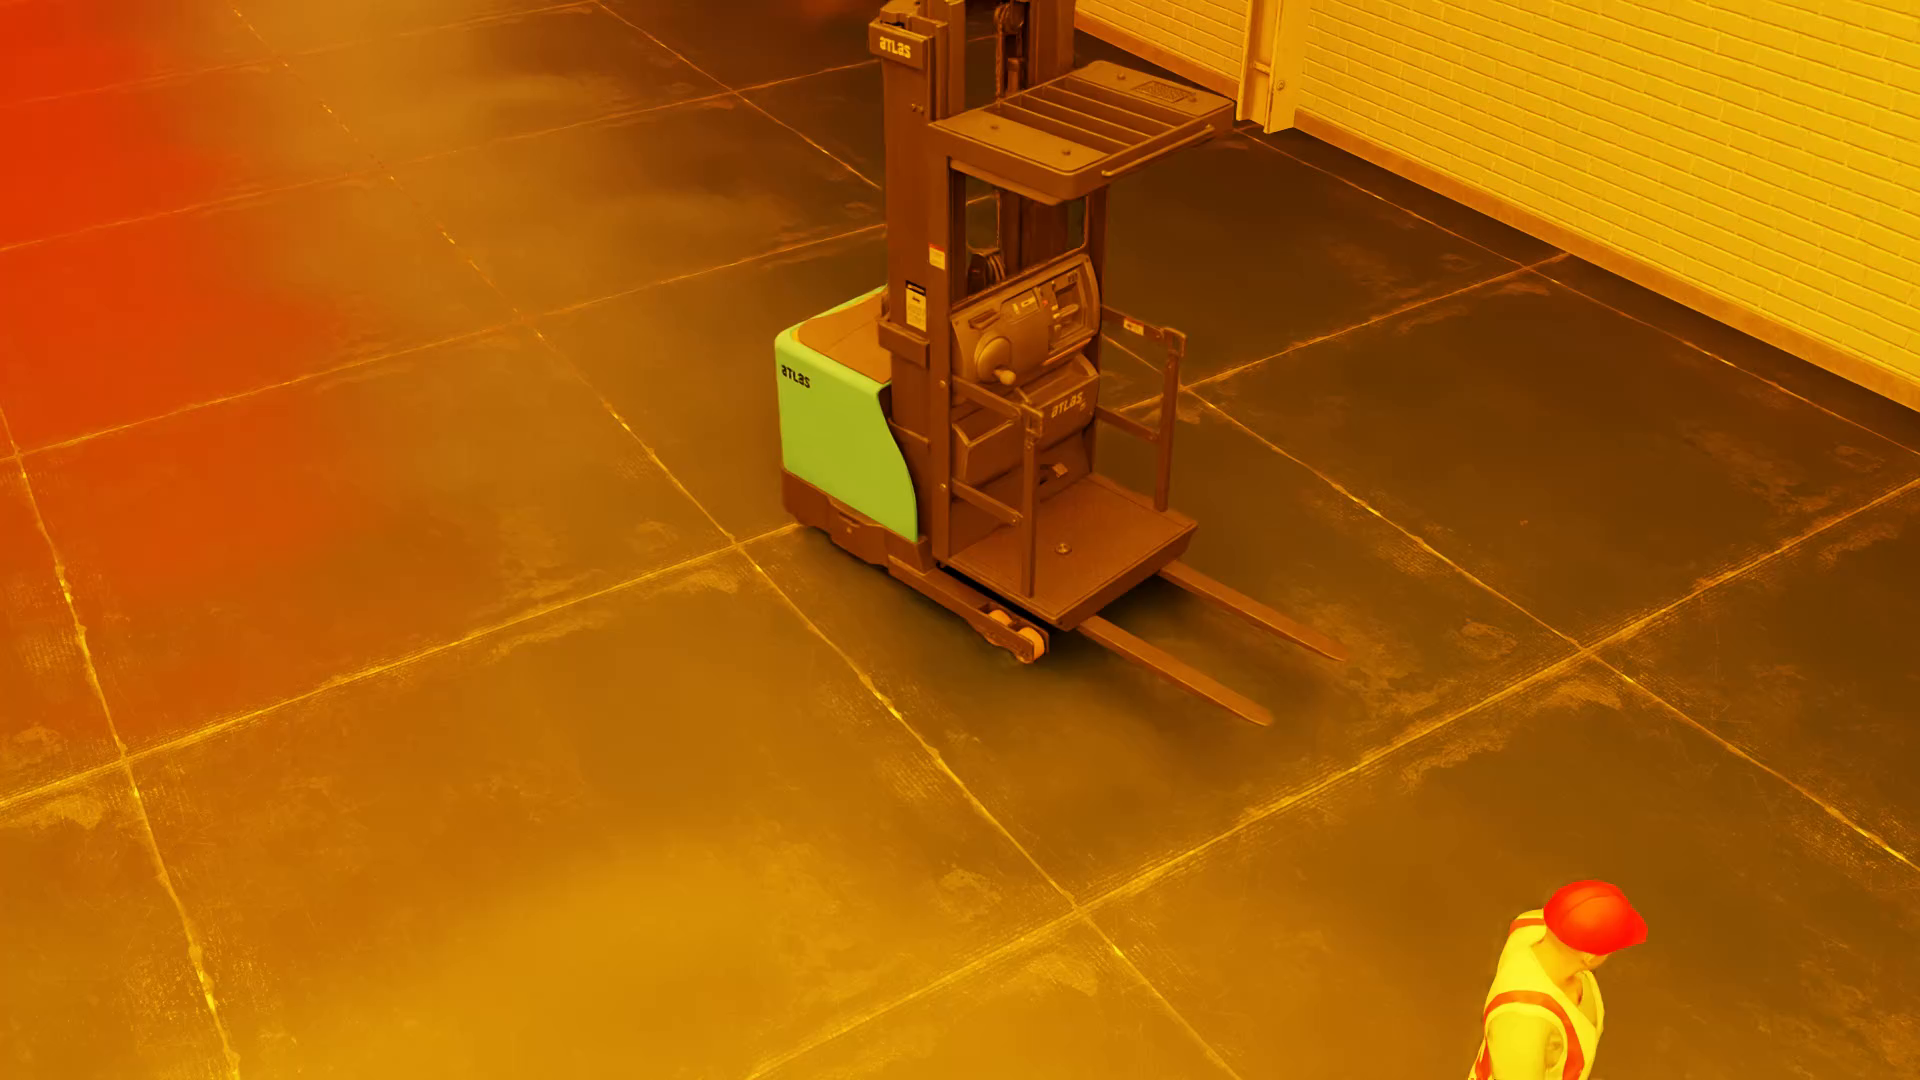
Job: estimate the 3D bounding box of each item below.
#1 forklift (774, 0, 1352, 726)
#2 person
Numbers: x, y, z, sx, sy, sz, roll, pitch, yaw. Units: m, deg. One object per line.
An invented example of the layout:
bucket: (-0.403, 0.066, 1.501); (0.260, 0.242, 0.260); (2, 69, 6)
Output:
forklift: (0.463, -0.958, 7.510); (3.031, 2.935, 1.130); (29, 44, 35)
person: (1.719, 1.635, 4.852); (0.480, 1.761, 0.806); (20, 40, 26)
